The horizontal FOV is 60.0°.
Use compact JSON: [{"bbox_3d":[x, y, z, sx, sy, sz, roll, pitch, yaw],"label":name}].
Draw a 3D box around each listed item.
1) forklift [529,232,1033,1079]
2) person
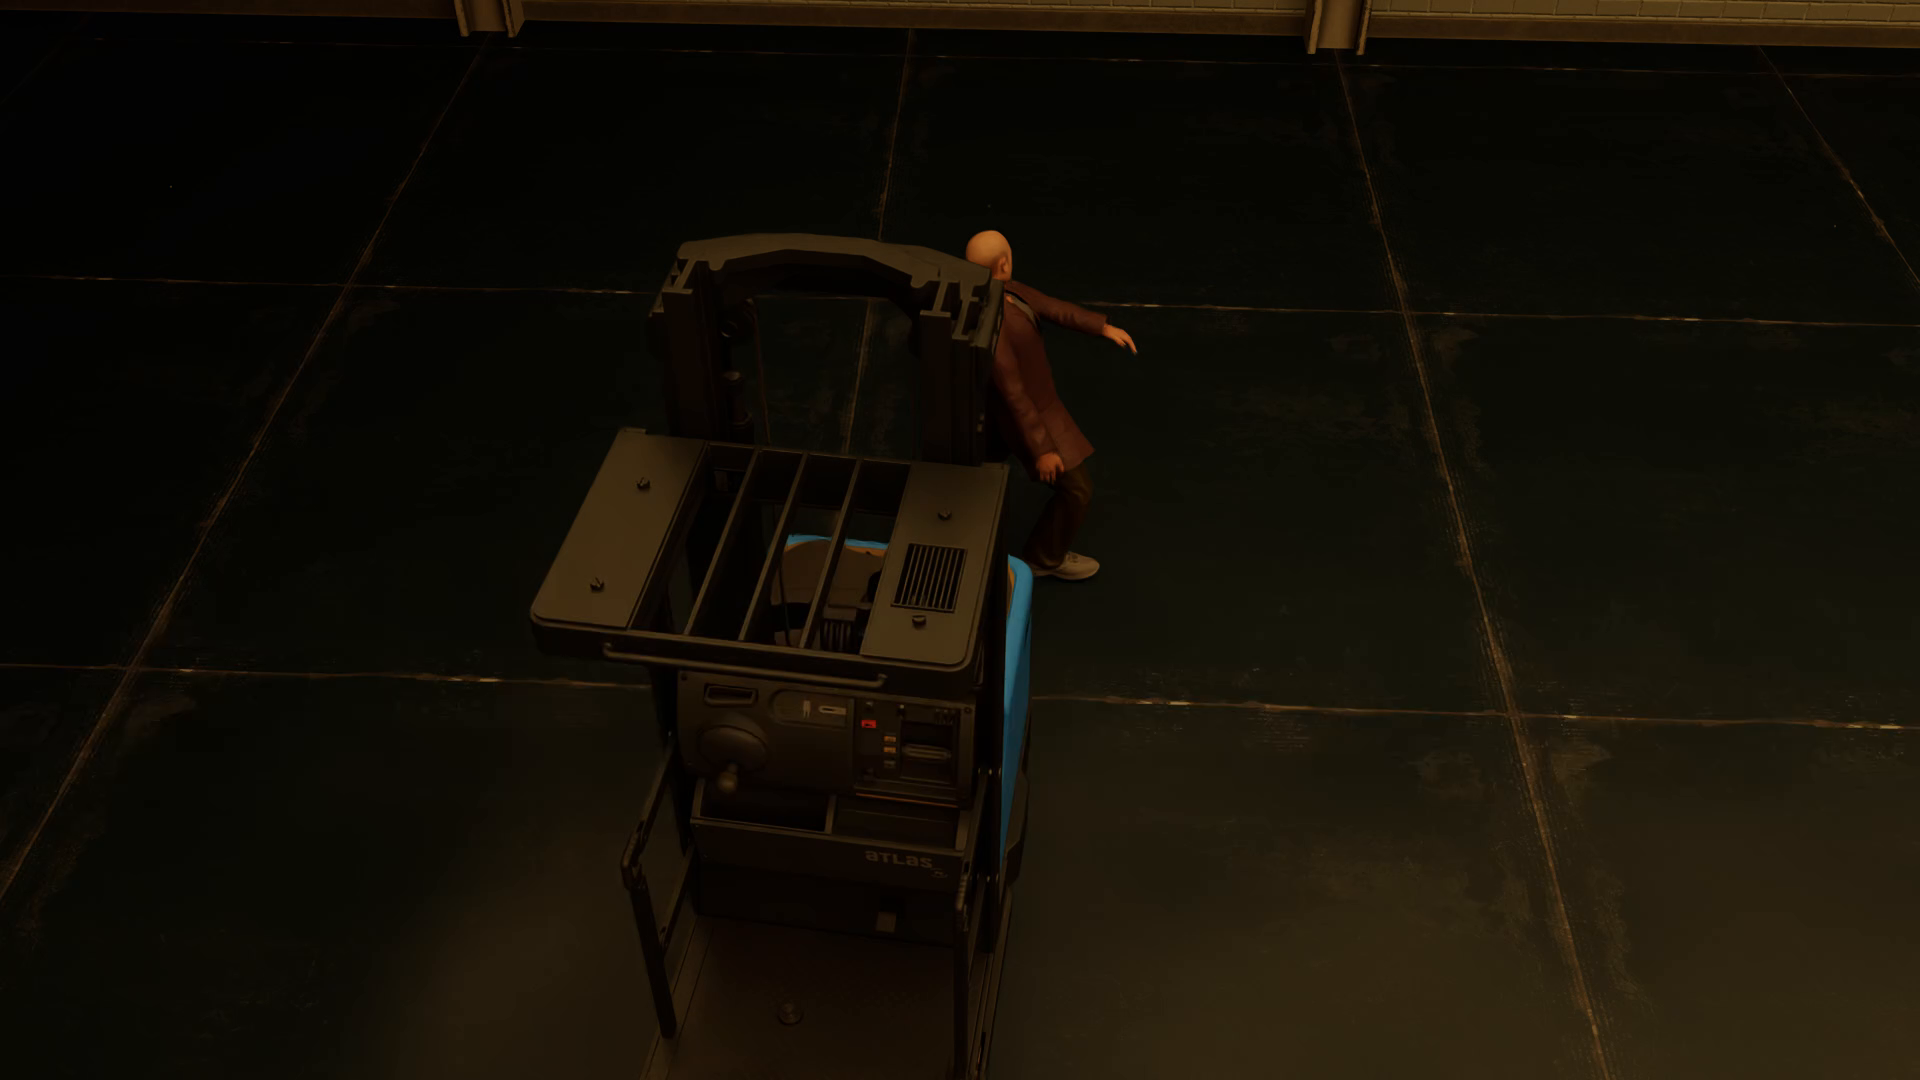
[{"bbox_3d":[-0.446,0.705,4.970,1.130,2.935,3.031,6,43,6],"label":"forklift"},{"bbox_3d":[0.324,-0.547,7.291,0.919,1.659,0.804,-10,43,-11],"label":"person"}]
